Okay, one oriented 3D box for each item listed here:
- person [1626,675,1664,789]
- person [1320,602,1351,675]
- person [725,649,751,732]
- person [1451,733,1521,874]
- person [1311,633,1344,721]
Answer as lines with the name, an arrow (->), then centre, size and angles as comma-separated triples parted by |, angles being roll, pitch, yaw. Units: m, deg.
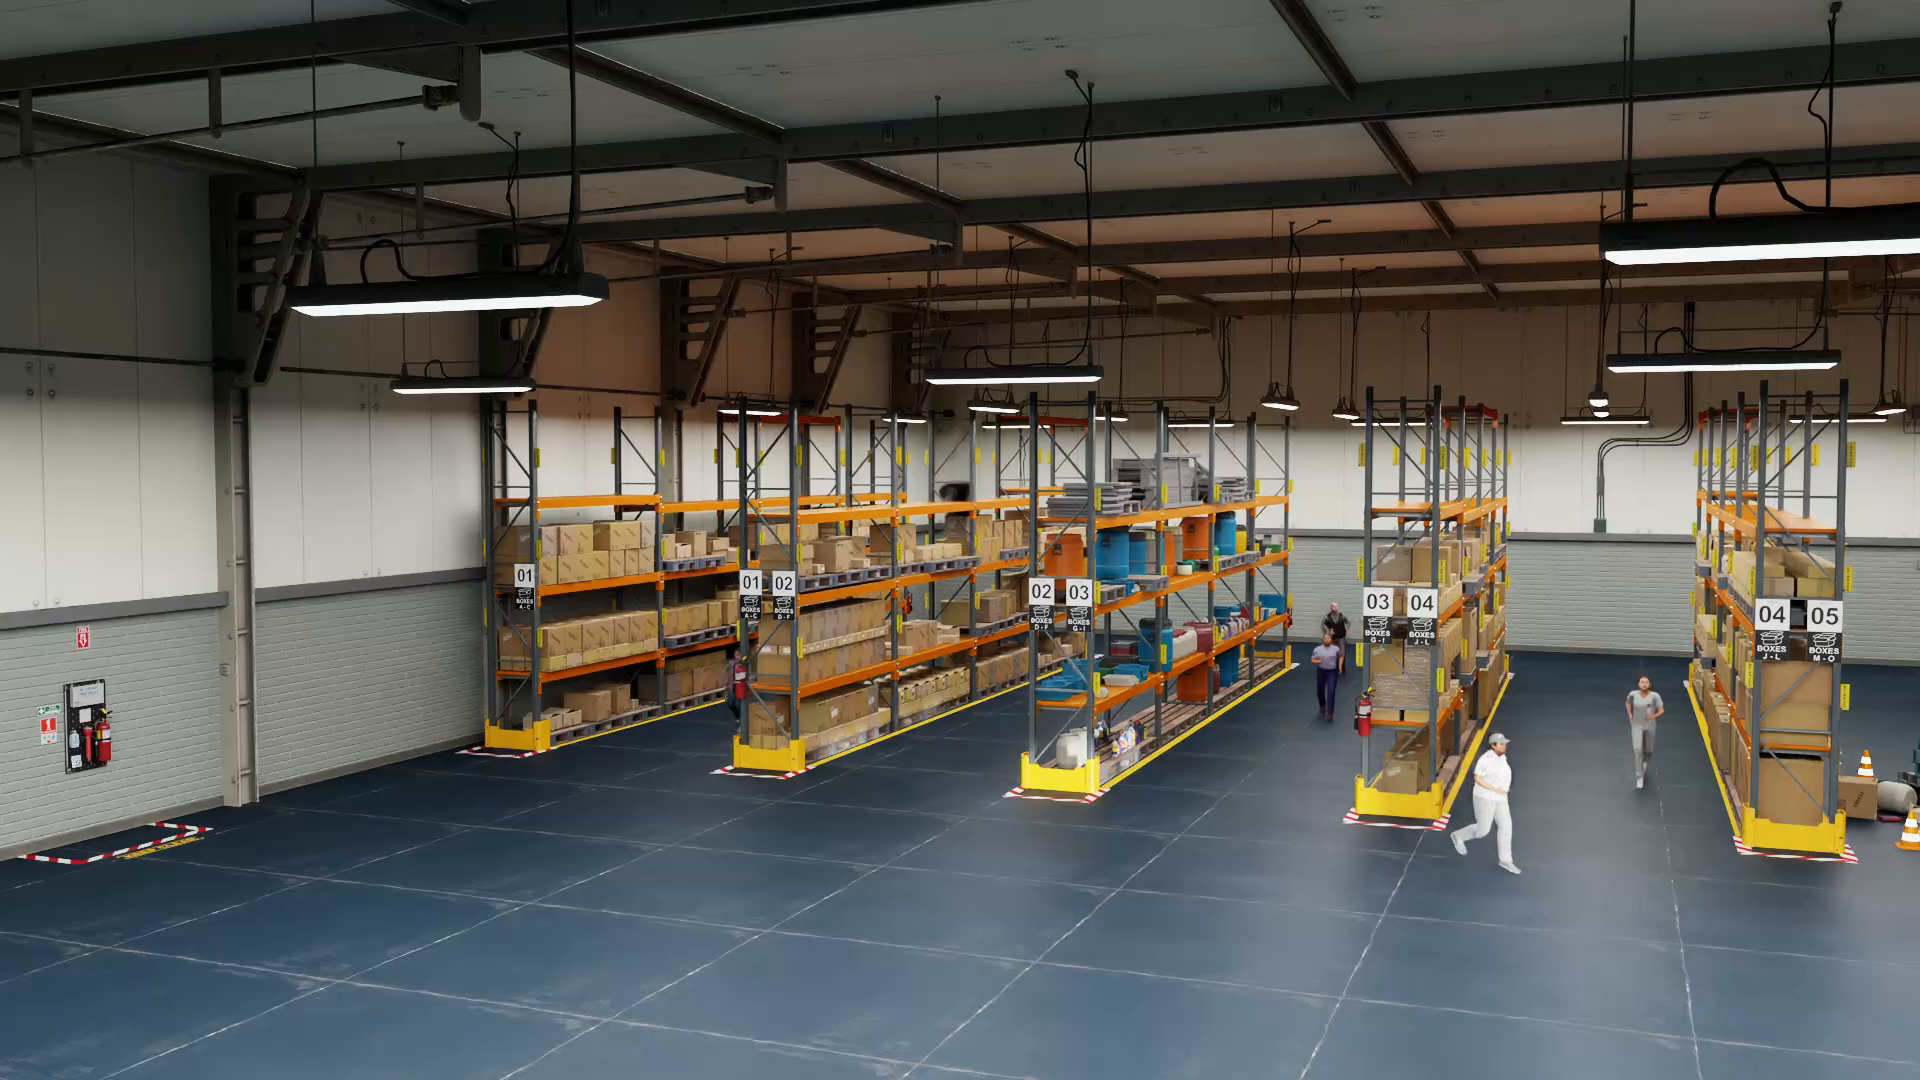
person -> 10.550, 2.910, 25.616 | 0.534, 1.682, 1.115 | 1, 3, 17
person -> 8.613, 2.272, 38.119 | 0.692, 1.677, 0.546 | 0, 3, 9
person -> -4.045, 2.732, 30.119 | 0.569, 1.548, 0.681 | 1, 3, 11
person -> 6.469, 3.181, 20.359 | 0.629, 1.666, 0.944 | -2, 4, -41
person -> 7.036, 2.635, 31.874 | 0.607, 1.545, 0.941 | 1, 3, 16
